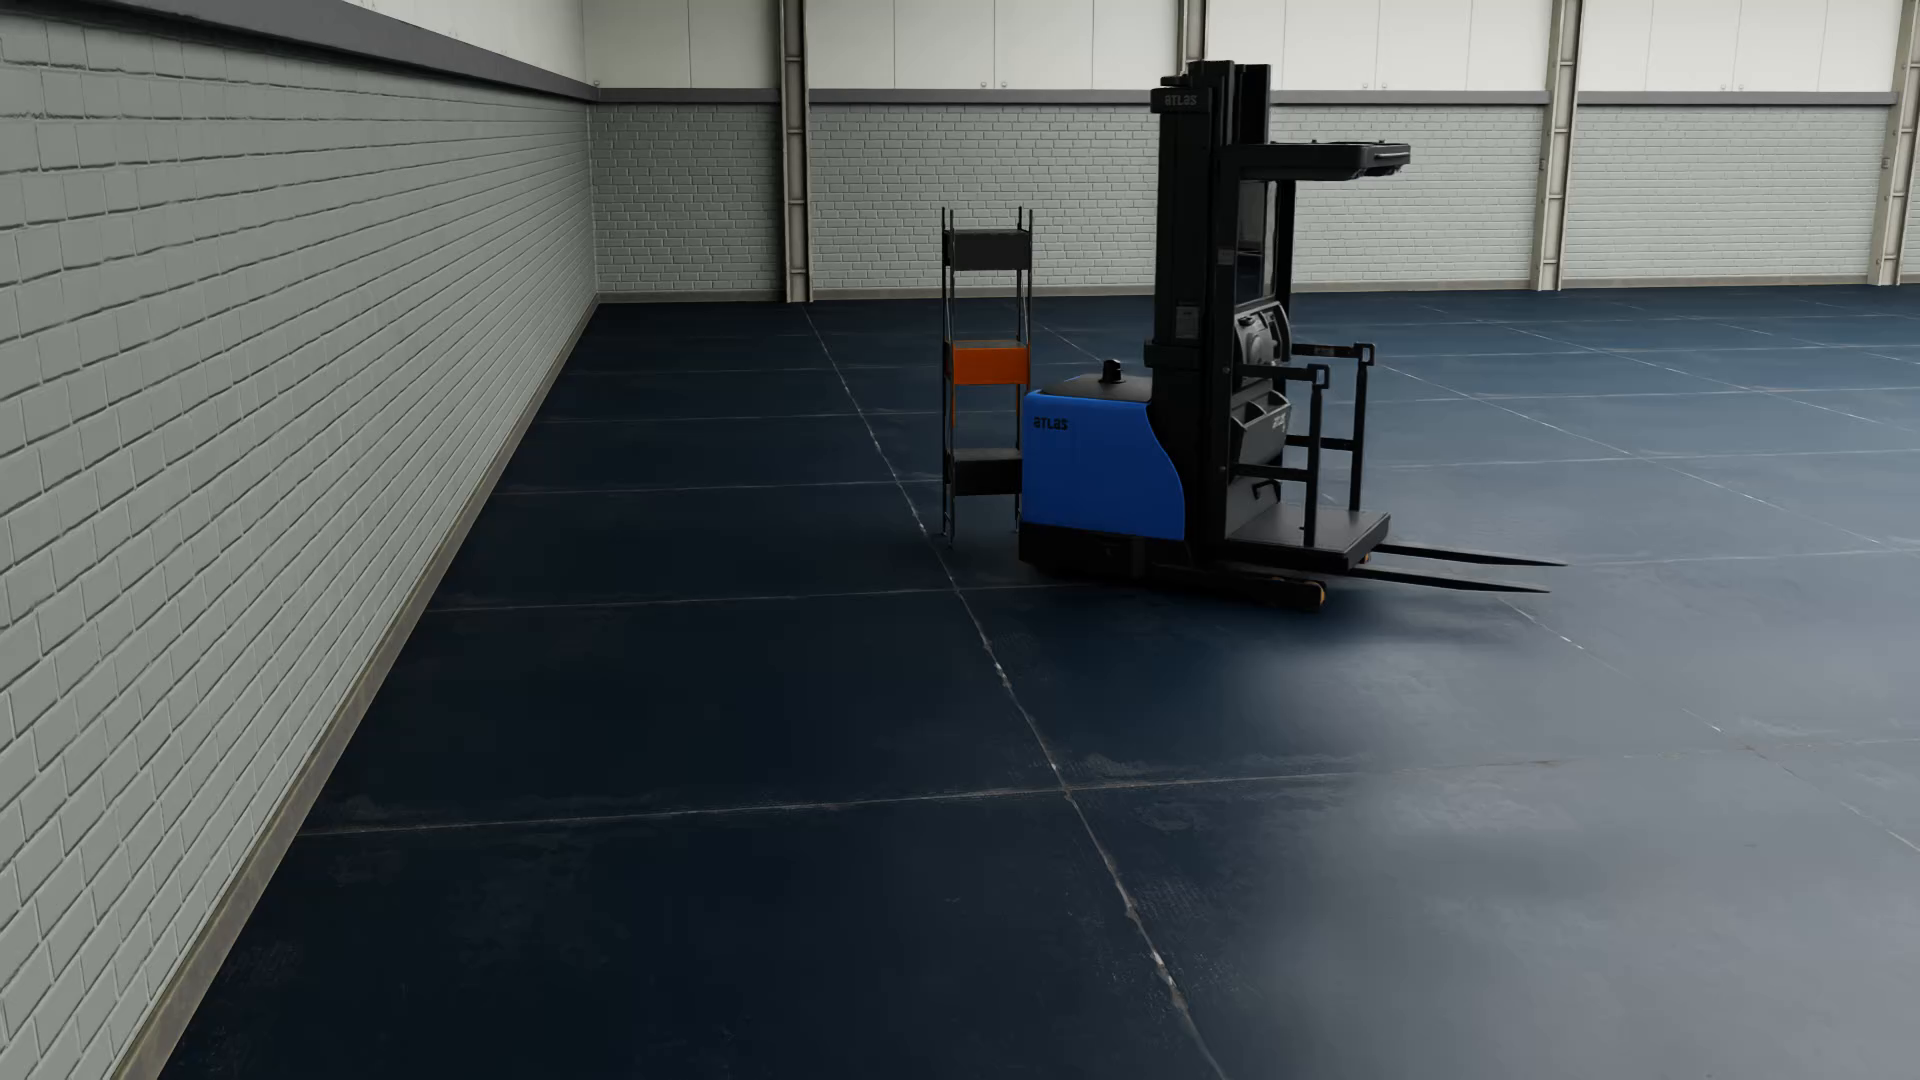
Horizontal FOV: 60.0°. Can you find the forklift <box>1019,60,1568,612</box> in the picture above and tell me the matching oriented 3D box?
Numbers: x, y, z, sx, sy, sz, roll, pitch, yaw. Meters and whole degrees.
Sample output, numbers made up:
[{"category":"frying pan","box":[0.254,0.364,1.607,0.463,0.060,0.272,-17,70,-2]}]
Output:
[{"category":"forklift","box":[1.902,-1.175,9.381,3.031,2.935,1.130,7,16,26]}]

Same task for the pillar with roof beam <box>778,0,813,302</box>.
[{"category":"pillar with roof beam","box":[-1.786,-6.937,19.883,0.400,9.000,9.100,-2,14,-8]}]

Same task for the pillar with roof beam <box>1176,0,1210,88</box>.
[{"category":"pillar with roof beam","box":[4.147,-7.154,20.750,0.400,9.000,9.100,-2,14,-8]}]

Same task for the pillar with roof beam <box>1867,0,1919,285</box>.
[{"category":"pillar with roof beam","box":[16.013,-7.589,22.484,0.400,9.000,9.100,-2,14,-8]}]

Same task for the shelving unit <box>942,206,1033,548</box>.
[{"category":"shelving unit","box":[0.164,-1.024,10.490,0.503,2.100,0.431,-2,14,-8]}]

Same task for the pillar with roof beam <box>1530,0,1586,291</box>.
[{"category":"pillar with roof beam","box":[10.080,-7.372,21.617,0.400,9.000,9.100,-2,14,-8]}]

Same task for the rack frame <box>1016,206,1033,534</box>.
[{"category":"rack frame","box":[0.405,-1.033,10.526,0.015,2.100,0.400,-2,14,-8]}]

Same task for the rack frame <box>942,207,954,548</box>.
[{"category":"rack frame","box":[-0.078,-1.016,10.455,0.015,2.100,0.400,-2,14,-8]}]

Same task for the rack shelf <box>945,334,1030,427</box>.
[{"category":"rack shelf","box":[0.164,-1.011,10.494,0.480,0.518,0.431,-2,14,-8]}]

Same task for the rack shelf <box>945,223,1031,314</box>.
[{"category":"rack shelf","box":[0.164,-1.690,10.323,0.480,0.518,0.431,-2,14,-8]}]

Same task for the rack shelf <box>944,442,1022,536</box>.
[{"category":"rack shelf","box":[0.164,-0.332,10.664,0.480,0.518,0.431,-2,14,-8]}]
